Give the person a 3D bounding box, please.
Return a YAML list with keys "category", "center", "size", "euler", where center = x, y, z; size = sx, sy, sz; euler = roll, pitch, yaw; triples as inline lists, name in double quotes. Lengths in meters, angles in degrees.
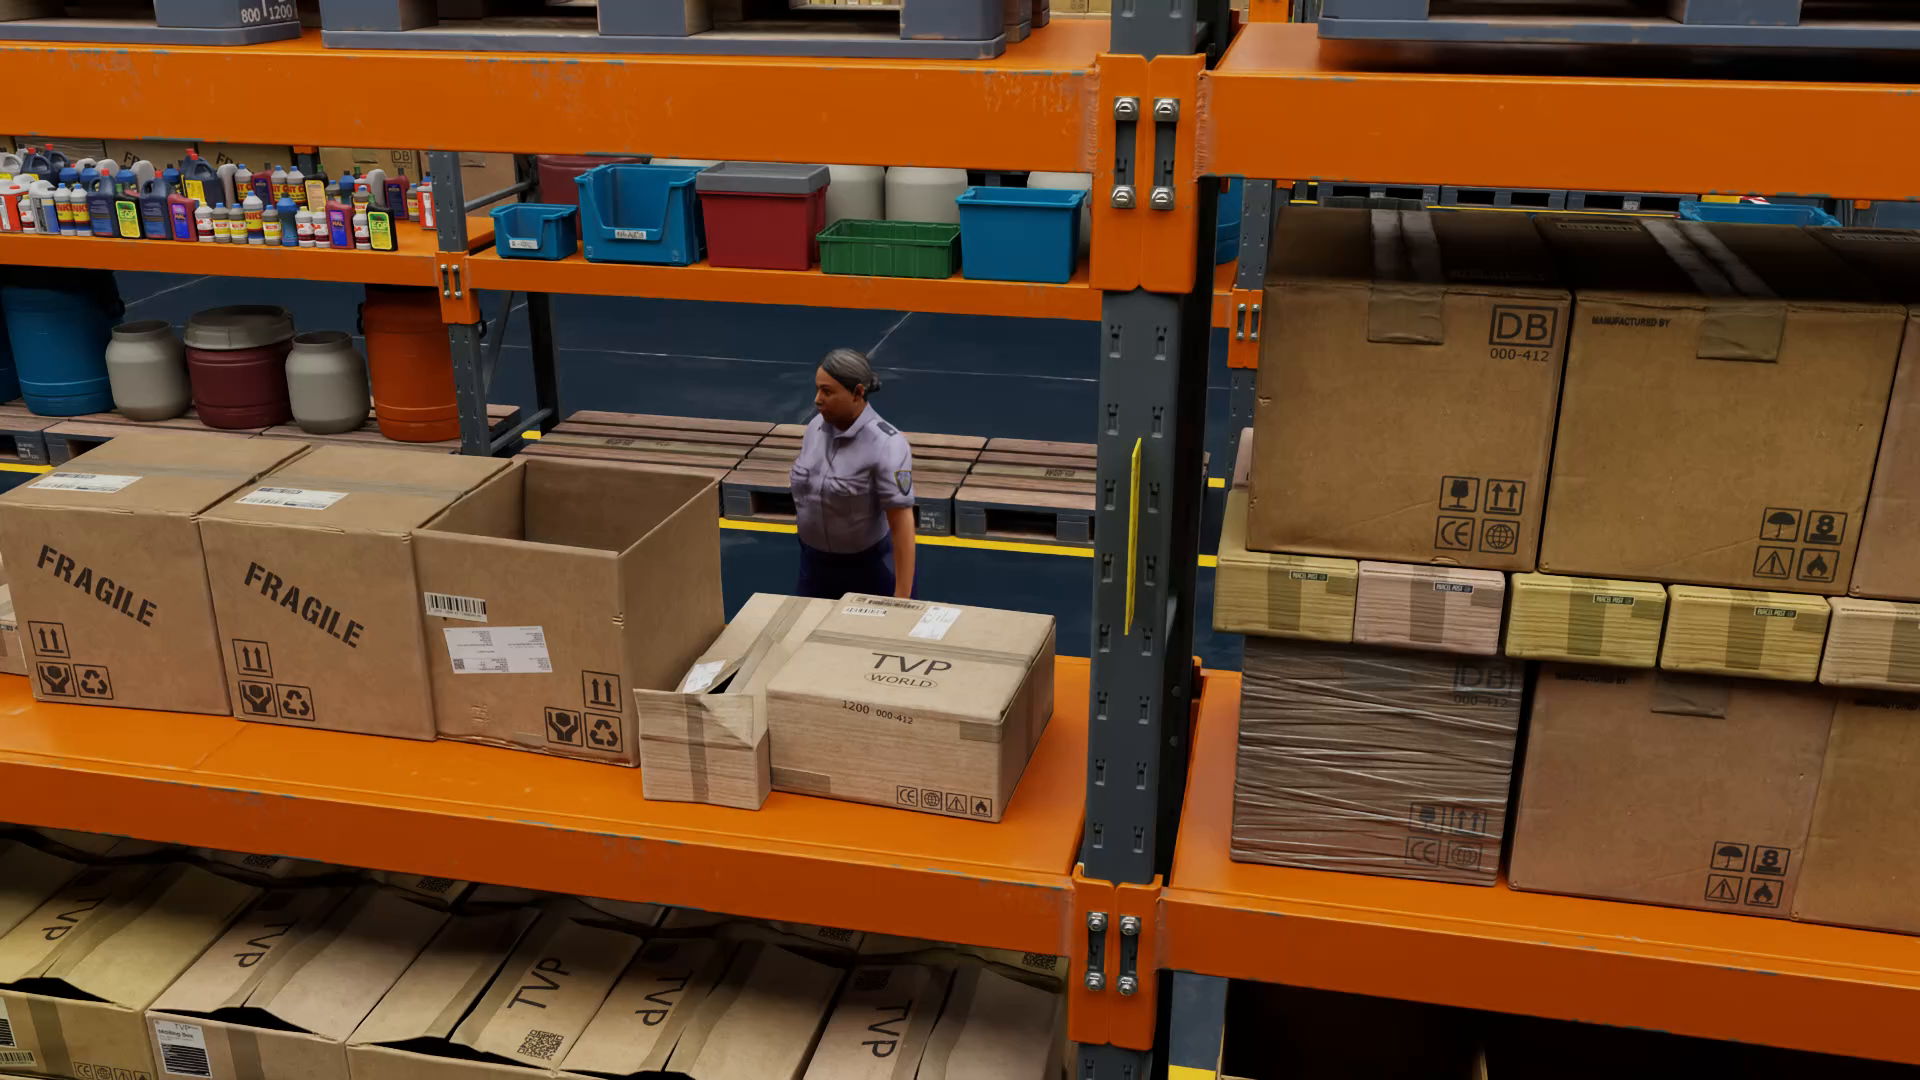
- category: "person"
  center: [-0.348, 0.138, 5.756]
  size: [0.553, 1.623, 0.828]
  euler: [13, 25, 30]
